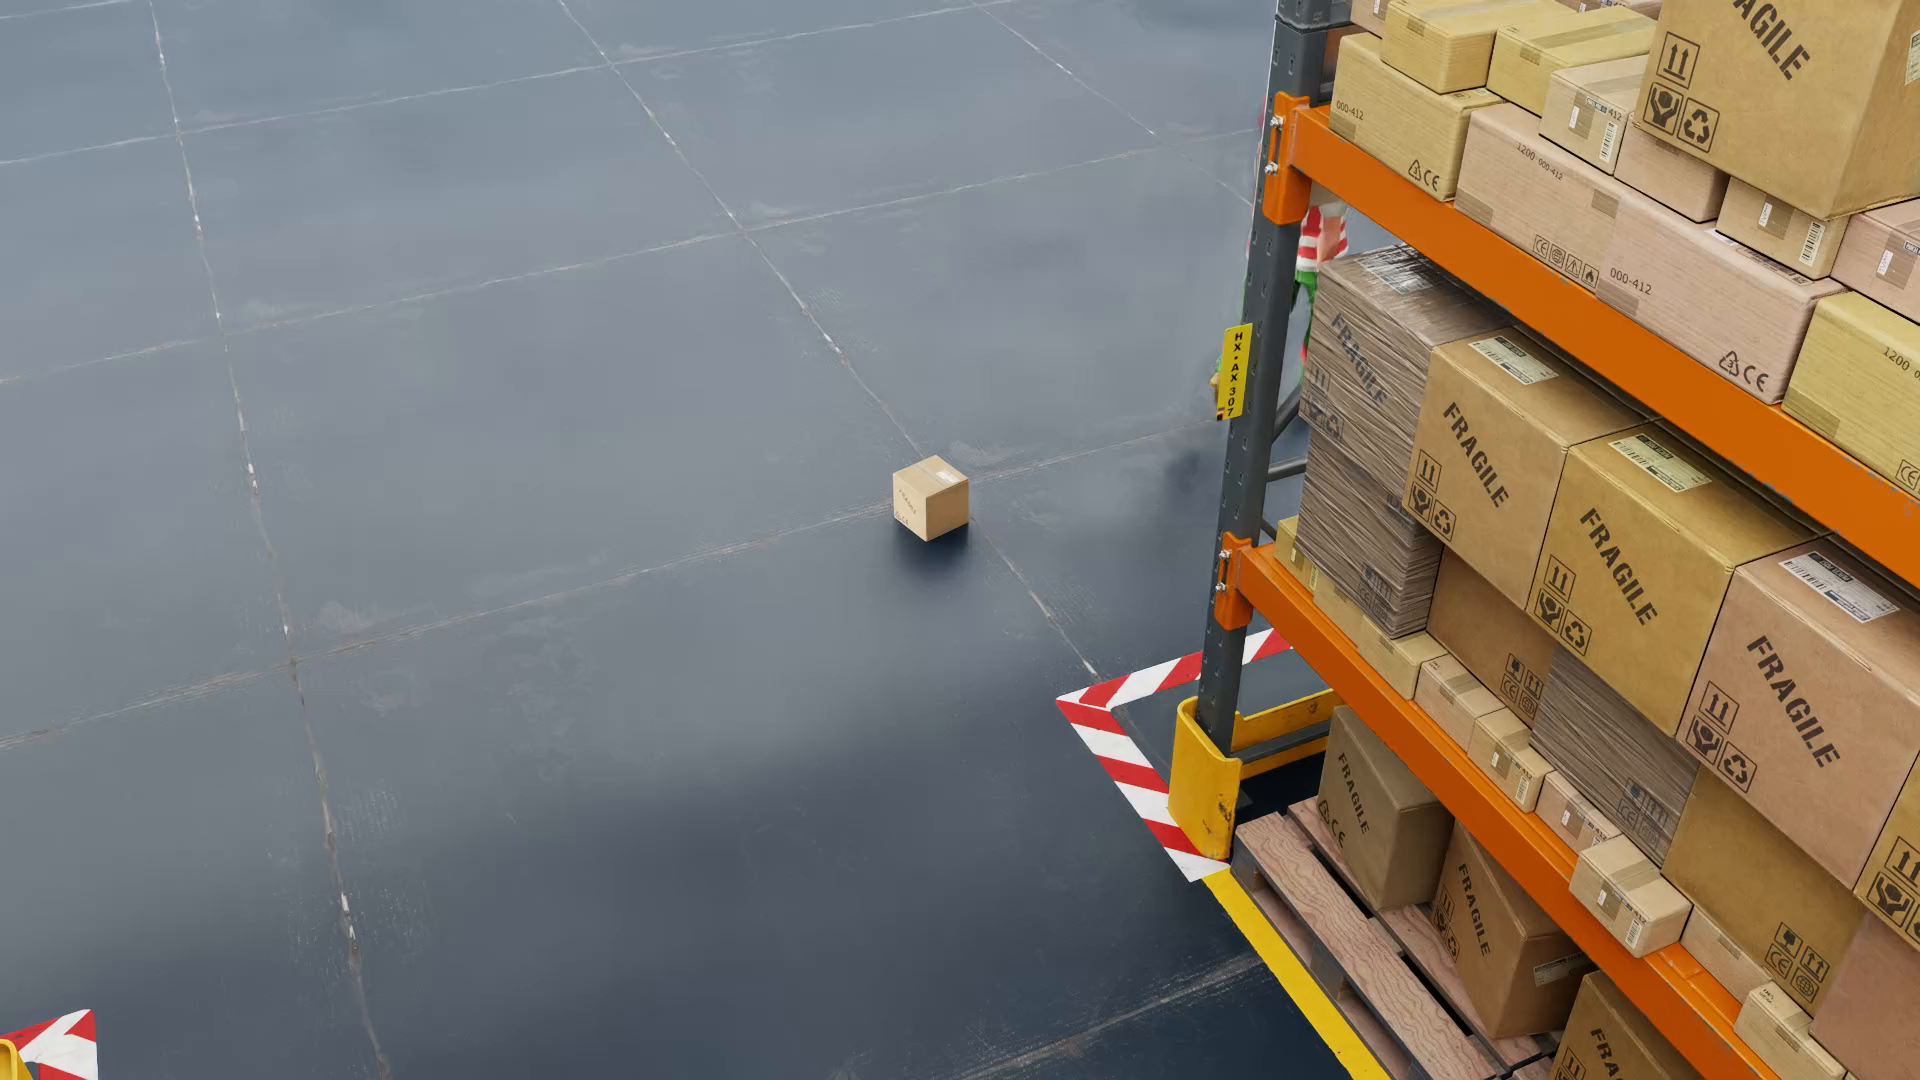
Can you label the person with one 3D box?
[{"bbox_3d":[1.598,-1.359,7.923,0.811,1.762,0.529,-28,45,-32],"label":"person"}]
